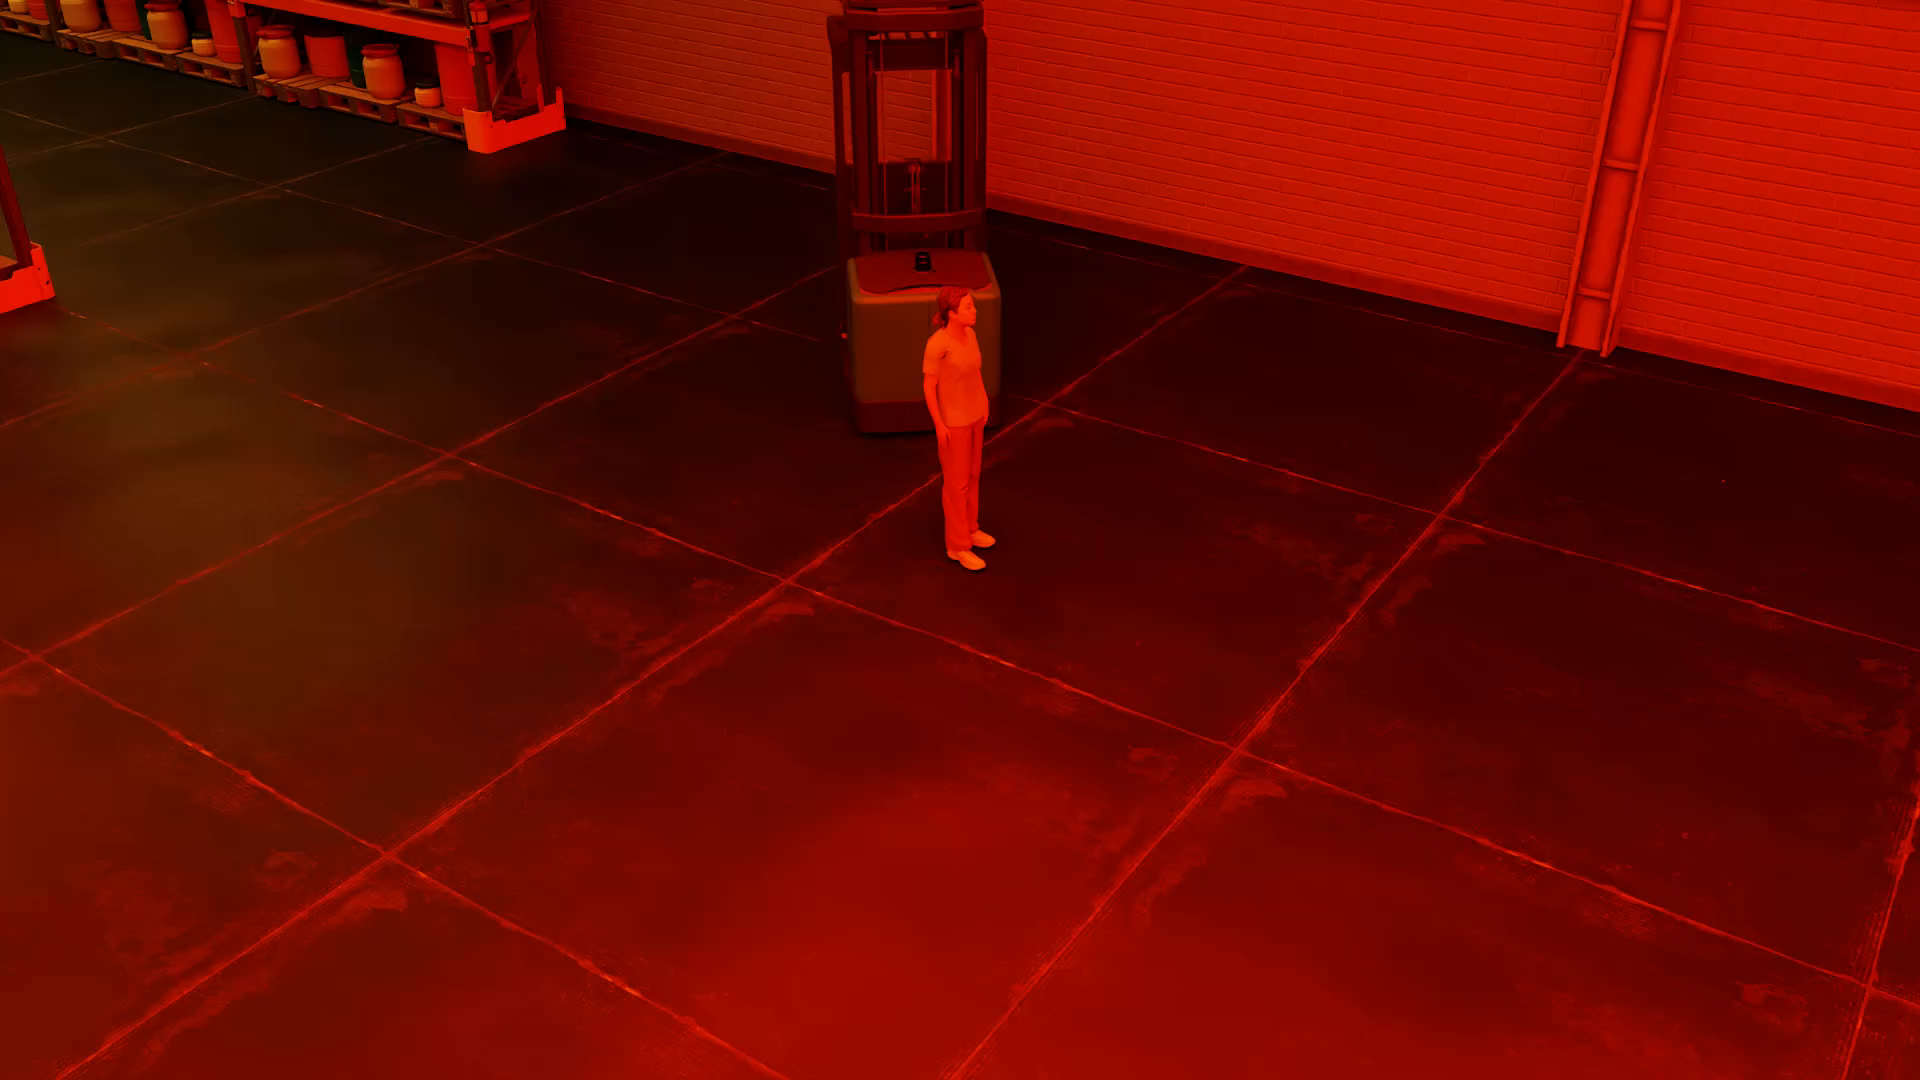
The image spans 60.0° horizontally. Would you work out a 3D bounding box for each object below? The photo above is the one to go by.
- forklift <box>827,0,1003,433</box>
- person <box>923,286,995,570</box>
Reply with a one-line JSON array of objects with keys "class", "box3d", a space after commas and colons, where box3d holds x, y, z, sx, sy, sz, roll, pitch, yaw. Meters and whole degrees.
[{"class": "forklift", "box3d": [-0.381, -2.731, 12.284, 1.130, 2.935, 3.031, -3, 30, -6]}, {"class": "person", "box3d": [0.054, -0.706, 10.032, 0.549, 1.676, 0.554, 19, 35, 29]}]
